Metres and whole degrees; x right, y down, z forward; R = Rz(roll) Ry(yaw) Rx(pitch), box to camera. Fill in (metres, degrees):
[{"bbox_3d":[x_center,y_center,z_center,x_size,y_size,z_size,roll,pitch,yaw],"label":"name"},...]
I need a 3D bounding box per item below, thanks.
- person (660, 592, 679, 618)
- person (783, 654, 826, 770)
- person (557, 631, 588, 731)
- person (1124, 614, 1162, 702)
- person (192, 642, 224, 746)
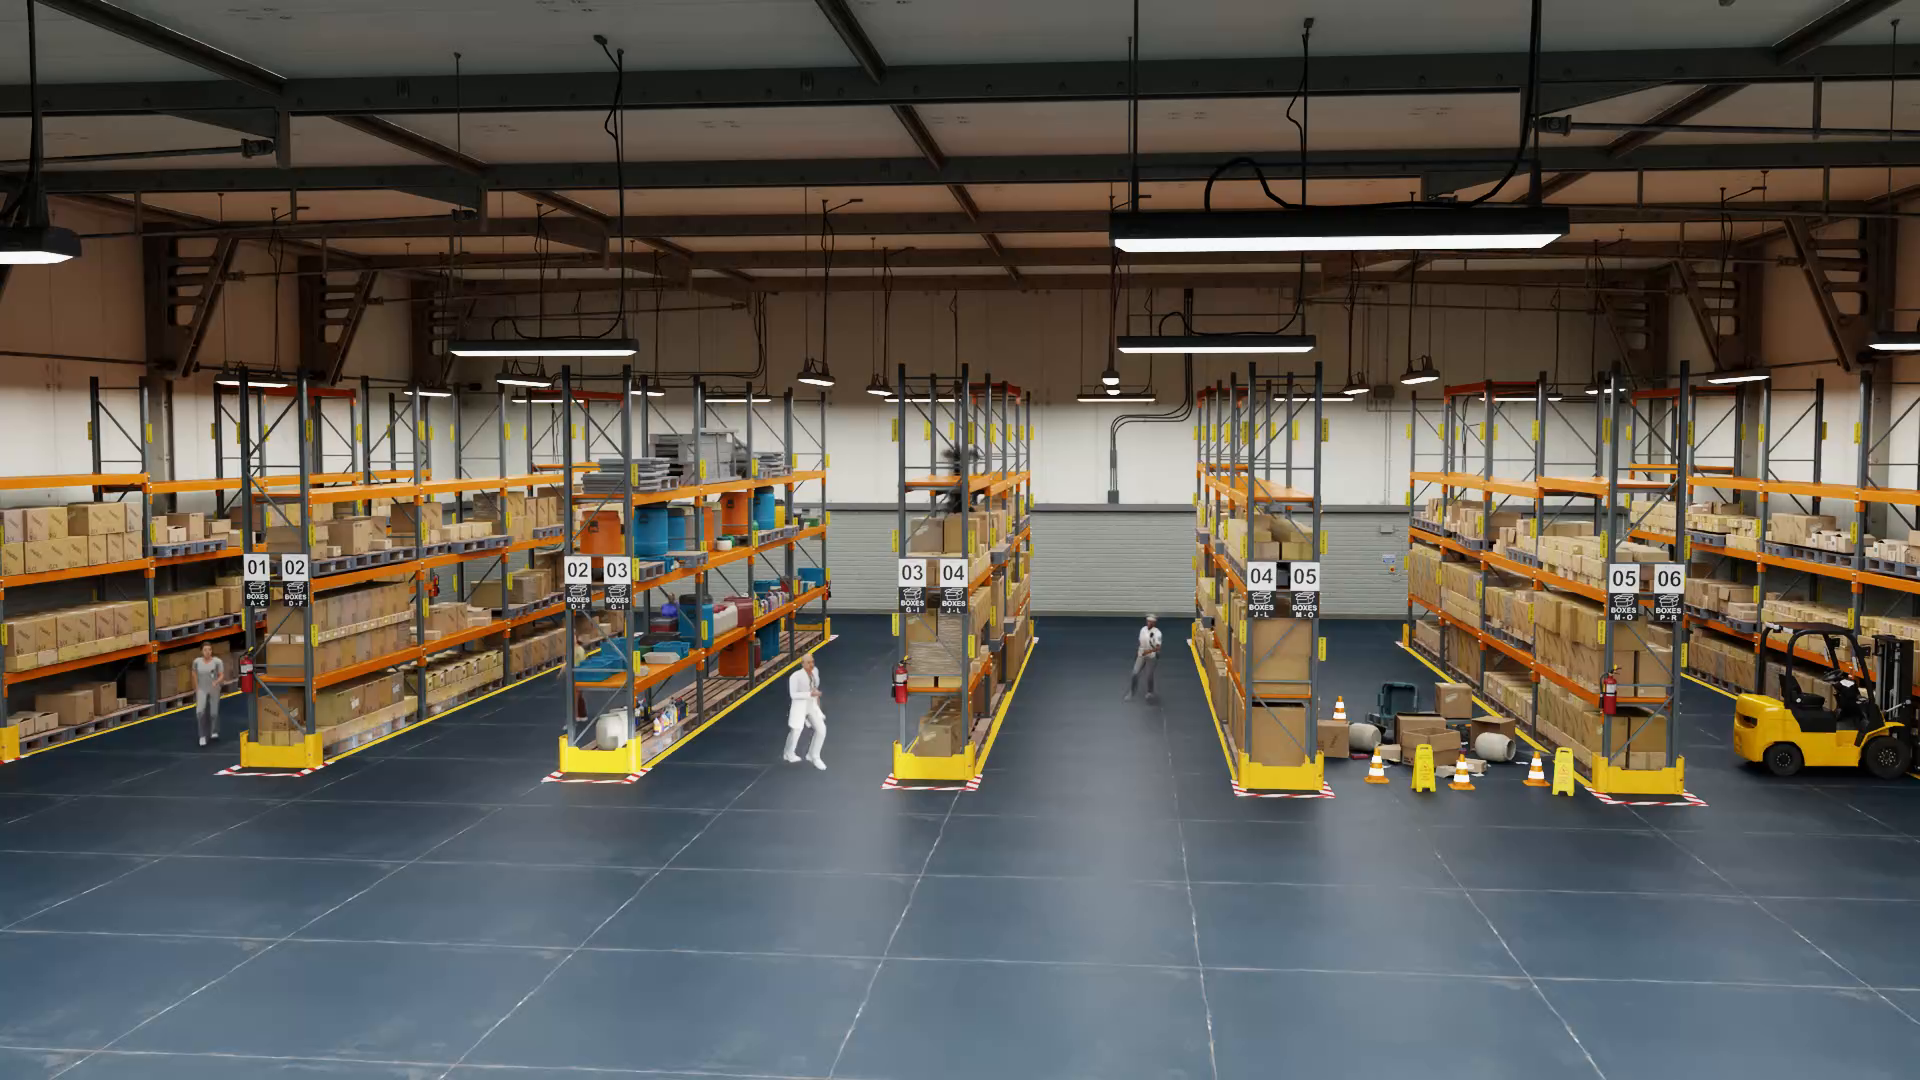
[{"bbox_3d":[-6.081,1.933,34.916,0.589,1.695,0.829,1,4,15],"label":"person"},{"bbox_3d":[-2.332,2.542,24.768,0.627,1.732,1.037,-3,4,-35],"label":"person"},{"bbox_3d":[-6.609,2.362,28.386,0.627,1.663,0.761,3,5,40],"label":"person"},{"bbox_3d":[3.457,2.177,30.925,0.658,1.648,0.785,2,4,28],"label":"person"},{"bbox_3d":[-12.102,2.473,26.785,0.486,1.694,0.792,-1,4,-21],"label":"person"}]
